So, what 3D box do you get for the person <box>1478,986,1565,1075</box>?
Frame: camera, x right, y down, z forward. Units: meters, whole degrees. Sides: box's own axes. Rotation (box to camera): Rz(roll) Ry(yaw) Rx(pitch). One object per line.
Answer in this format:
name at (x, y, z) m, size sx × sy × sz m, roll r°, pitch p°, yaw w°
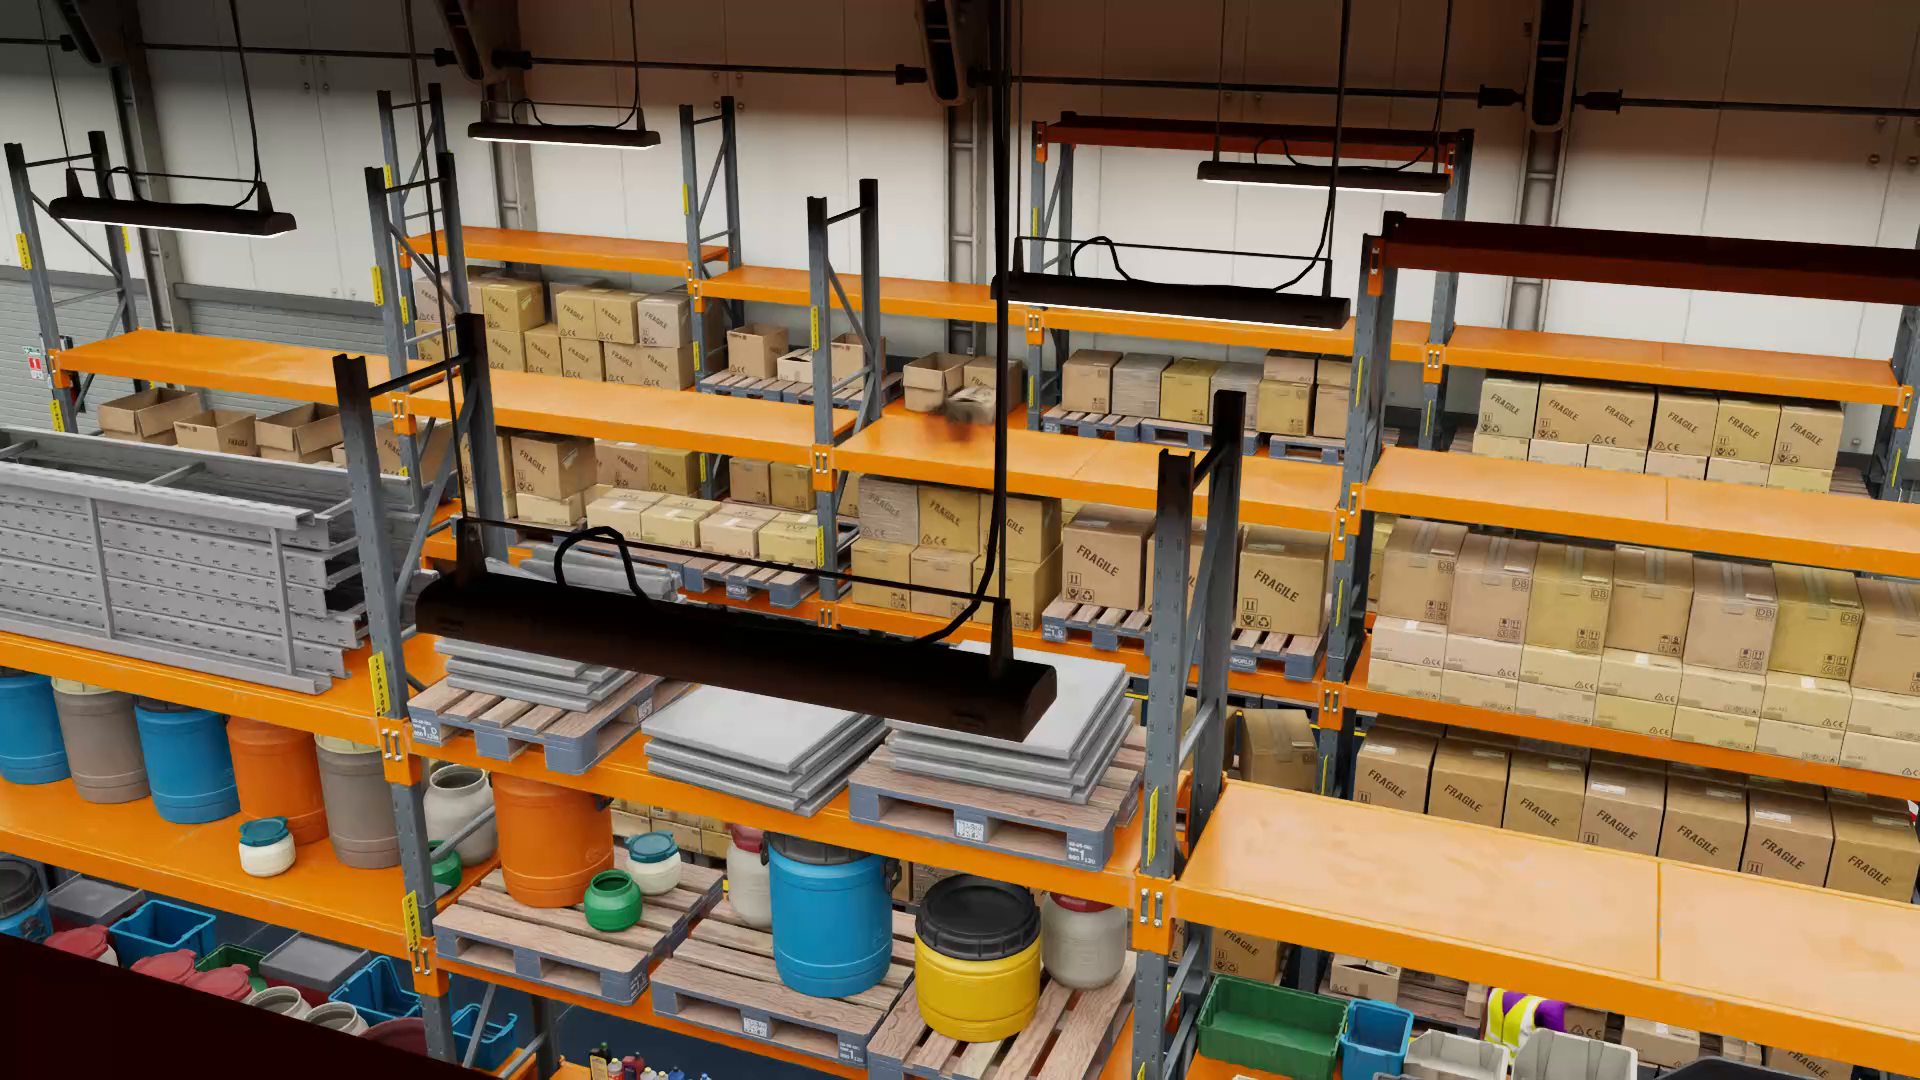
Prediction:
person at (3.681, 3.405, 10.964) m, size 0.447 × 1.769 × 0.641 m, roll -13°, pitch 25°, yaw -31°
